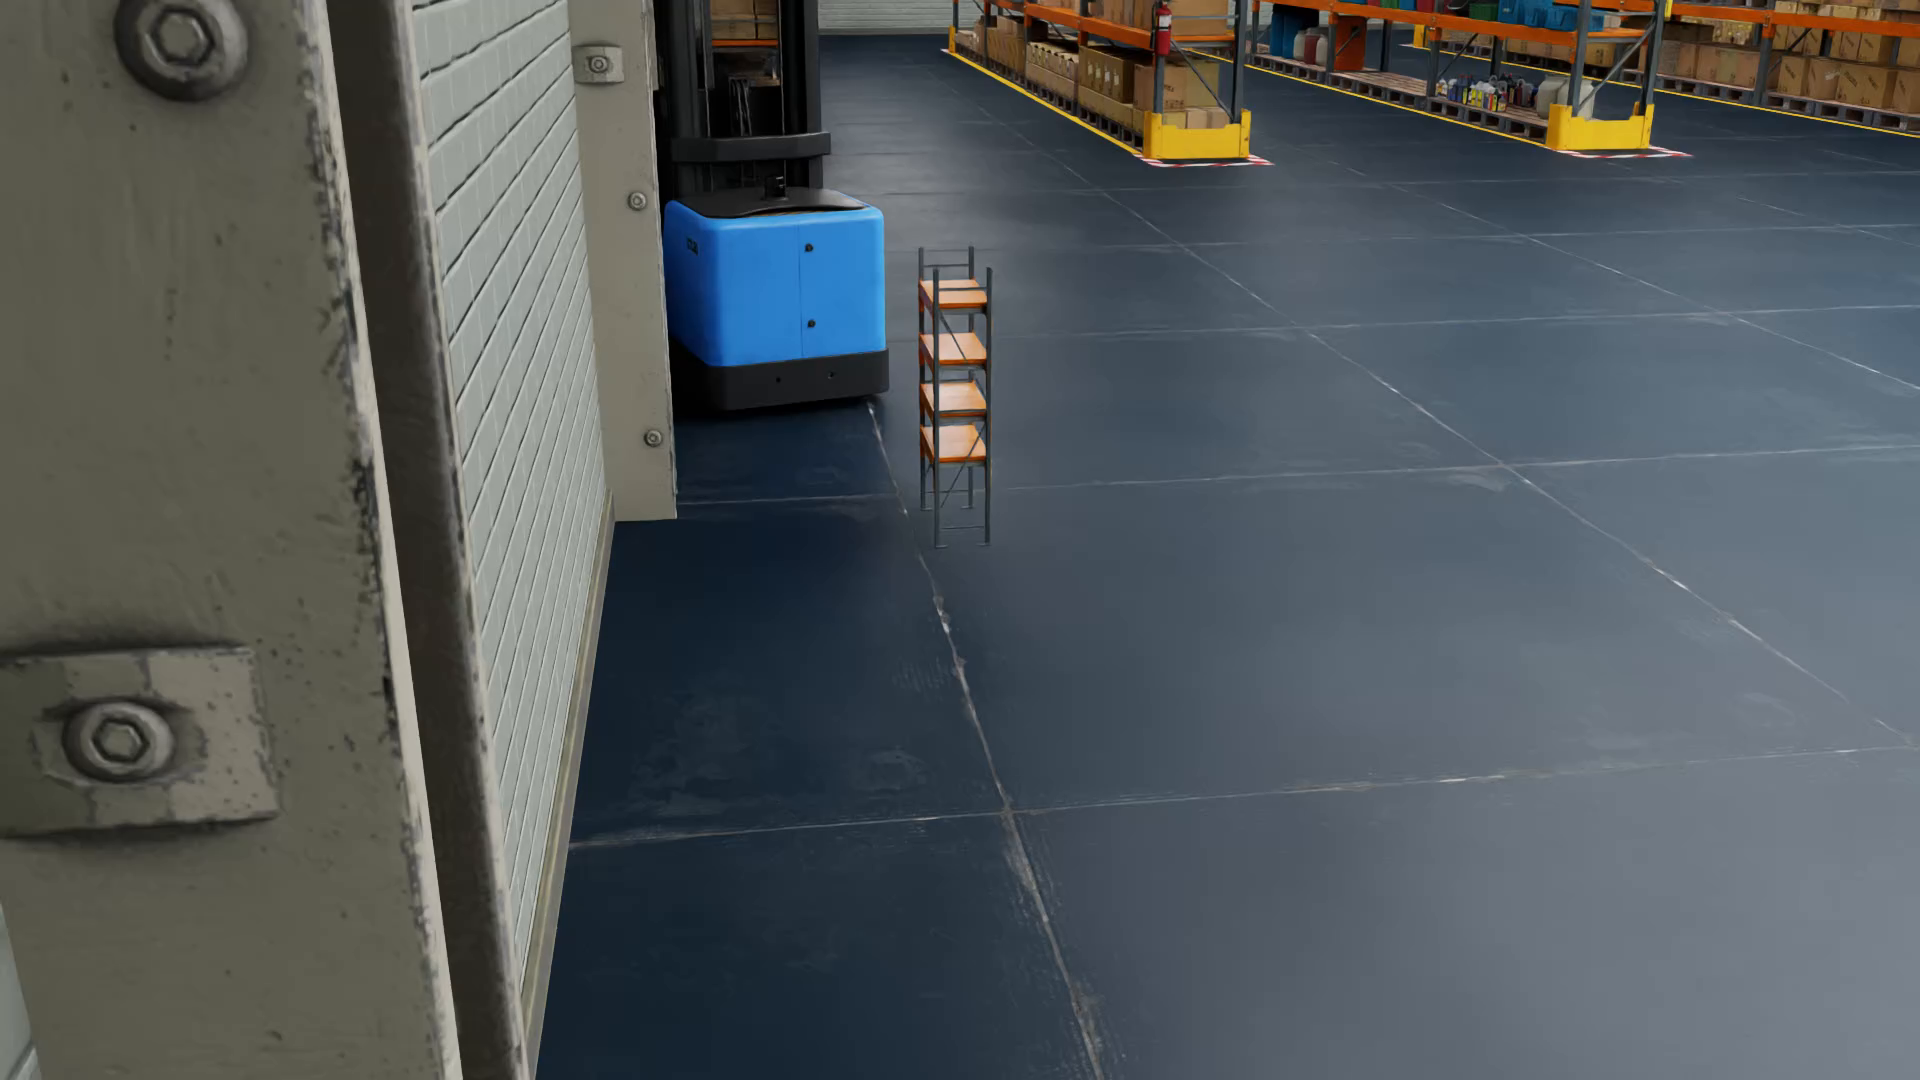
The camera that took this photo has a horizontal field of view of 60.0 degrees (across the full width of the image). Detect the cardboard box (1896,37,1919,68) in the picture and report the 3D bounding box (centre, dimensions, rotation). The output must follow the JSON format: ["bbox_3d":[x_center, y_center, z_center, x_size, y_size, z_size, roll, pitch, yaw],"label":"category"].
[{"bbox_3d":[16.244,-8.181,27.447,1.050,0.750,0.750,-3,21,-8],"label":"cardboard box"}]

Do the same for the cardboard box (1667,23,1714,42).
[{"bbox_3d":[11.535,-8.011,26.250,0.500,0.250,0.500,-1,20,-2],"label":"cardboard box"}]

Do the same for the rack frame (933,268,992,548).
[{"bbox_3d":[0.011,-0.535,6.933,0.240,1.200,0.015,-3,21,-8],"label":"rack frame"}]

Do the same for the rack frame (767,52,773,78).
[{"bbox_3d":[-3.383,-8.289,25.121,1.000,3.000,0.127,-3,21,-8],"label":"rack frame"}]

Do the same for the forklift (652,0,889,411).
[{"bbox_3d":[-1.444,-2.539,9.824,1.130,2.935,3.031,-9,22,-22],"label":"forklift"}]

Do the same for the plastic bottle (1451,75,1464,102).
[{"bbox_3d":[6.703,-6.068,22.333,0.144,0.351,0.185,-2,21,-6],"label":"plastic bottle"}]

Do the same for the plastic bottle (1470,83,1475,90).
[{"bbox_3d":[6.789,-5.917,22.041,0.097,0.271,0.097,0,20,0],"label":"plastic bottle"}]

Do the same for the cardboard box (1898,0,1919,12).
[{"bbox_3d":[12.232,-6.813,20.603,0.875,0.500,0.500,-3,21,-8],"label":"cardboard box"}]

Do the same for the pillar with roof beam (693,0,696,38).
[{"bbox_3d":[-1.521,-14.977,34.455,9.100,9.000,0.400,-3,21,-8],"label":"pillar with roof beam"}]

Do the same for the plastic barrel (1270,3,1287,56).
[{"bbox_3d":[5.906,-9.198,29.954,0.600,0.901,0.708,-3,21,-8],"label":"plastic barrel"}]

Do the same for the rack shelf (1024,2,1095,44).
[{"bbox_3d":[1.807,-7.510,24.065,1.077,0.370,4.000,-3,21,-8],"label":"rack shelf"}]

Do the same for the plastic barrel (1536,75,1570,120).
[{"bbox_3d":[7.331,-5.447,20.469,0.421,0.512,0.421,0,20,0],"label":"plastic barrel"}]

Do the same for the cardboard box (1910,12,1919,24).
[{"bbox_3d":[12.087,-6.497,20.682,0.380,0.149,0.250,-3,21,-8],"label":"cardboard box"}]

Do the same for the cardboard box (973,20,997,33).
[{"bbox_3d":[0.666,-9.612,31.602,0.797,0.503,0.637,-3,21,-8],"label":"cardboard box"}]

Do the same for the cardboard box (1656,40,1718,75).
[{"bbox_3d":[11.531,-7.651,26.357,0.700,0.500,0.500,-5,21,-12],"label":"cardboard box"}]

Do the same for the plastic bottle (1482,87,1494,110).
[{"bbox_3d":[6.846,-5.699,21.452,0.152,0.276,0.135,-3,21,-9],"label":"plastic bottle"}]

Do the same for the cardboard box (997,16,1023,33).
[{"bbox_3d":[0.915,-8.785,28.322,0.500,0.250,0.500,-3,21,-8],"label":"cardboard box"}]

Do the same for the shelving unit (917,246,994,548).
[{"bbox_3d":[-0.024,-0.619,7.160,0.258,1.200,0.503,-3,21,-8],"label":"shelving unit"}]

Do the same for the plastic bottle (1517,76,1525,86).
[{"bbox_3d":[7.450,-5.982,22.102,0.144,0.351,0.185,-3,21,-8],"label":"plastic bottle"}]

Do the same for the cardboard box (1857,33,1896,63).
[{"bbox_3d":[15.891,-8.494,28.642,0.500,0.500,0.500,-3,21,-8],"label":"cardboard box"}]

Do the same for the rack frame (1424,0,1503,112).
[{"bbox_3d":[6.997,-7.403,22.751,1.000,3.000,0.127,-3,21,-8],"label":"rack frame"}]

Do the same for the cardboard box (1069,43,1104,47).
[{"bbox_3d":[1.919,-7.363,25.170,0.500,0.311,0.500,-3,21,-9],"label":"cardboard box"}]

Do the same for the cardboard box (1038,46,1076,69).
[{"bbox_3d":[1.459,-7.157,24.619,0.500,0.311,0.500,-3,21,-9],"label":"cardboard box"}]

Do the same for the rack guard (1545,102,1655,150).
[{"bbox_3d":[7.517,-4.871,19.544,1.175,0.500,0.348,-3,21,-8],"label":"rack guard"}]

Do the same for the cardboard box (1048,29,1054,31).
[{"bbox_3d":[1.360,-8.632,28.984,0.500,0.500,0.500,-3,21,-8],"label":"cardboard box"}]

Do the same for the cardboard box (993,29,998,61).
[{"bbox_3d":[0.859,-8.596,28.888,0.500,0.500,0.500,-3,21,-7],"label":"cardboard box"}]

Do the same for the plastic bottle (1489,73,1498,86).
[{"bbox_3d":[7.233,-6.153,22.560,0.144,0.351,0.185,-3,21,-8],"label":"plastic bottle"}]

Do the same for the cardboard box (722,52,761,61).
[{"bbox_3d":[-2.996,-6.696,22.730,0.500,0.250,0.500,-3,21,-9],"label":"cardboard box"}]

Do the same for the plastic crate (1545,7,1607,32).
[{"bbox_3d":[7.206,-6.107,19.492,0.499,0.251,0.616,-3,21,-8],"label":"plastic crate"}]

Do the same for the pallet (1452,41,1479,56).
[{"bbox_3d":[10.534,-9.807,33.173,1.003,0.211,1.213,-3,21,-8],"label":"pallet"}]

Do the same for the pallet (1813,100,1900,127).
[{"bbox_3d":[12.210,-5.693,22.156,1.003,0.211,1.213,-3,21,-8],"label":"pallet"}]

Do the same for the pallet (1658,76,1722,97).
[{"bbox_3d":[11.606,-7.040,25.763,1.003,0.211,1.213,-3,21,-8],"label":"pallet"}]

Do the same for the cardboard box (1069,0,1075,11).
[{"bbox_3d":[1.853,-7.824,23.735,0.500,0.500,0.500,-3,21,-8],"label":"cardboard box"}]

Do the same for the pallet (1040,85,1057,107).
[{"bbox_3d":[1.771,-6.525,24.384,1.003,0.211,1.213,-3,21,-8],"label":"pallet"}]

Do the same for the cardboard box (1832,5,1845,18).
[{"bbox_3d":[11.837,-7.014,22.068,0.380,0.149,0.250,-3,21,-8],"label":"cardboard box"}]

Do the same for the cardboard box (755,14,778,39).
[{"bbox_3d":[-1.986,-5.643,18.223,0.500,0.250,0.500,-4,21,-9],"label":"cardboard box"}]

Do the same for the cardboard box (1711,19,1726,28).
[{"bbox_3d":[15.150,-10.243,32.979,0.380,0.149,0.250,-4,21,-10],"label":"cardboard box"}]

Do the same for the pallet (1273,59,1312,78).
[{"bbox_3d":[6.093,-8.174,28.800,1.003,0.211,1.213,-3,21,-8],"label":"pallet"}]

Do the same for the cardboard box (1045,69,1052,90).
[{"bbox_3d":[1.531,-6.721,24.254,0.500,0.250,0.500,-2,21,-7],"label":"cardboard box"}]

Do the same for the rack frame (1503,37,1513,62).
[{"bbox_3d":[10.745,-10.423,30.836,1.000,3.000,0.127,-3,21,-8],"label":"rack frame"}]

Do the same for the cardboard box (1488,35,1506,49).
[{"bbox_3d":[10.730,-9.857,31.757,0.875,0.875,0.875,-3,21,-8],"label":"cardboard box"}]

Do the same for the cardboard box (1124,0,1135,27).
[{"bbox_3d":[2.391,-6.515,20.229,0.700,0.500,0.500,-2,21,-6],"label":"cardboard box"}]

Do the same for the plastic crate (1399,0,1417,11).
[{"bbox_3d":[6.531,-7.762,23.734,0.392,0.384,0.575,-3,21,-8],"label":"plastic crate"}]

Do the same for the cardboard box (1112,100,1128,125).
[{"bbox_3d":[2.144,-5.195,20.167,0.500,0.250,0.500,-3,21,-8],"label":"cardboard box"}]

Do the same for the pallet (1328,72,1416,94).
[{"bbox_3d":[6.494,-7.212,26.223,1.003,0.211,1.213,-3,21,-8],"label":"pallet"}]

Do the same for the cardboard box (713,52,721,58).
[{"bbox_3d":[-3.268,-6.893,24.328,0.700,0.500,0.500,-3,21,-8],"label":"cardboard box"}]

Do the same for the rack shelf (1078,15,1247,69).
[{"bbox_3d":[2.384,-6.125,20.357,1.077,0.370,4.000,-3,21,-8],"label":"rack shelf"}]

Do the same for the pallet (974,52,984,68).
[{"bbox_3d":[0.844,-8.856,30.626,1.003,0.211,1.213,-3,21,-8],"label":"pallet"}]

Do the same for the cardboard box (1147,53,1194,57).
[{"bbox_3d":[2.601,-5.746,20.572,0.500,0.500,0.500,-3,21,-8],"label":"cardboard box"}]

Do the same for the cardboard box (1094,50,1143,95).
[{"bbox_3d":[1.997,-5.892,20.963,0.500,0.500,0.500,-3,21,-8],"label":"cardboard box"}]
